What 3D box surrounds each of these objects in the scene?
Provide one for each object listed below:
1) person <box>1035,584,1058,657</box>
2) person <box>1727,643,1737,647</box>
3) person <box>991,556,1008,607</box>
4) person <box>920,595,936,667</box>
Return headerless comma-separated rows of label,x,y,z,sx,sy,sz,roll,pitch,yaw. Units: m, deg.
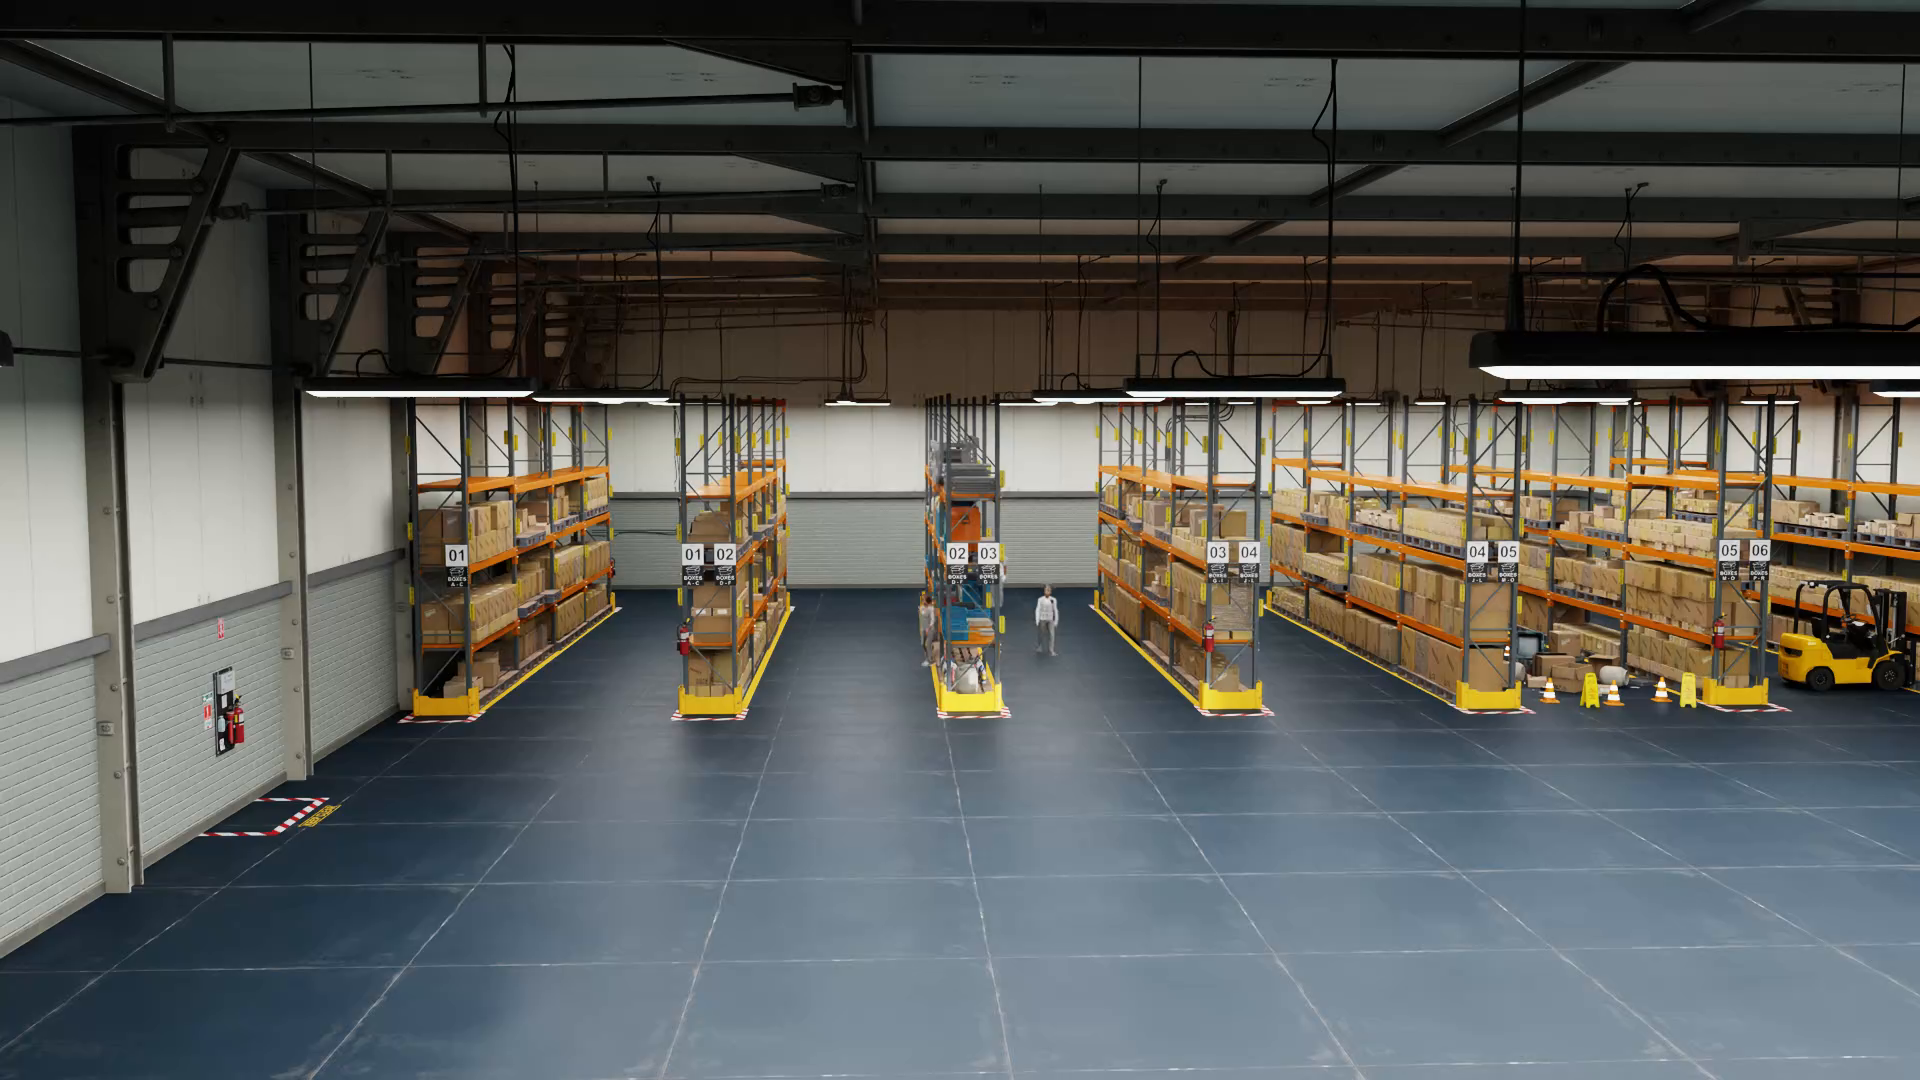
person,2.013,1.852,38.529,0.567,1.643,0.980,-1,5,-9
person,16.903,1.985,36.393,0.455,1.799,0.635,3,5,32
person,1.087,1.061,47.959,0.446,1.823,0.585,-3,6,-36
person,-0.717,2.008,36.729,0.359,1.598,0.442,-4,6,-40
